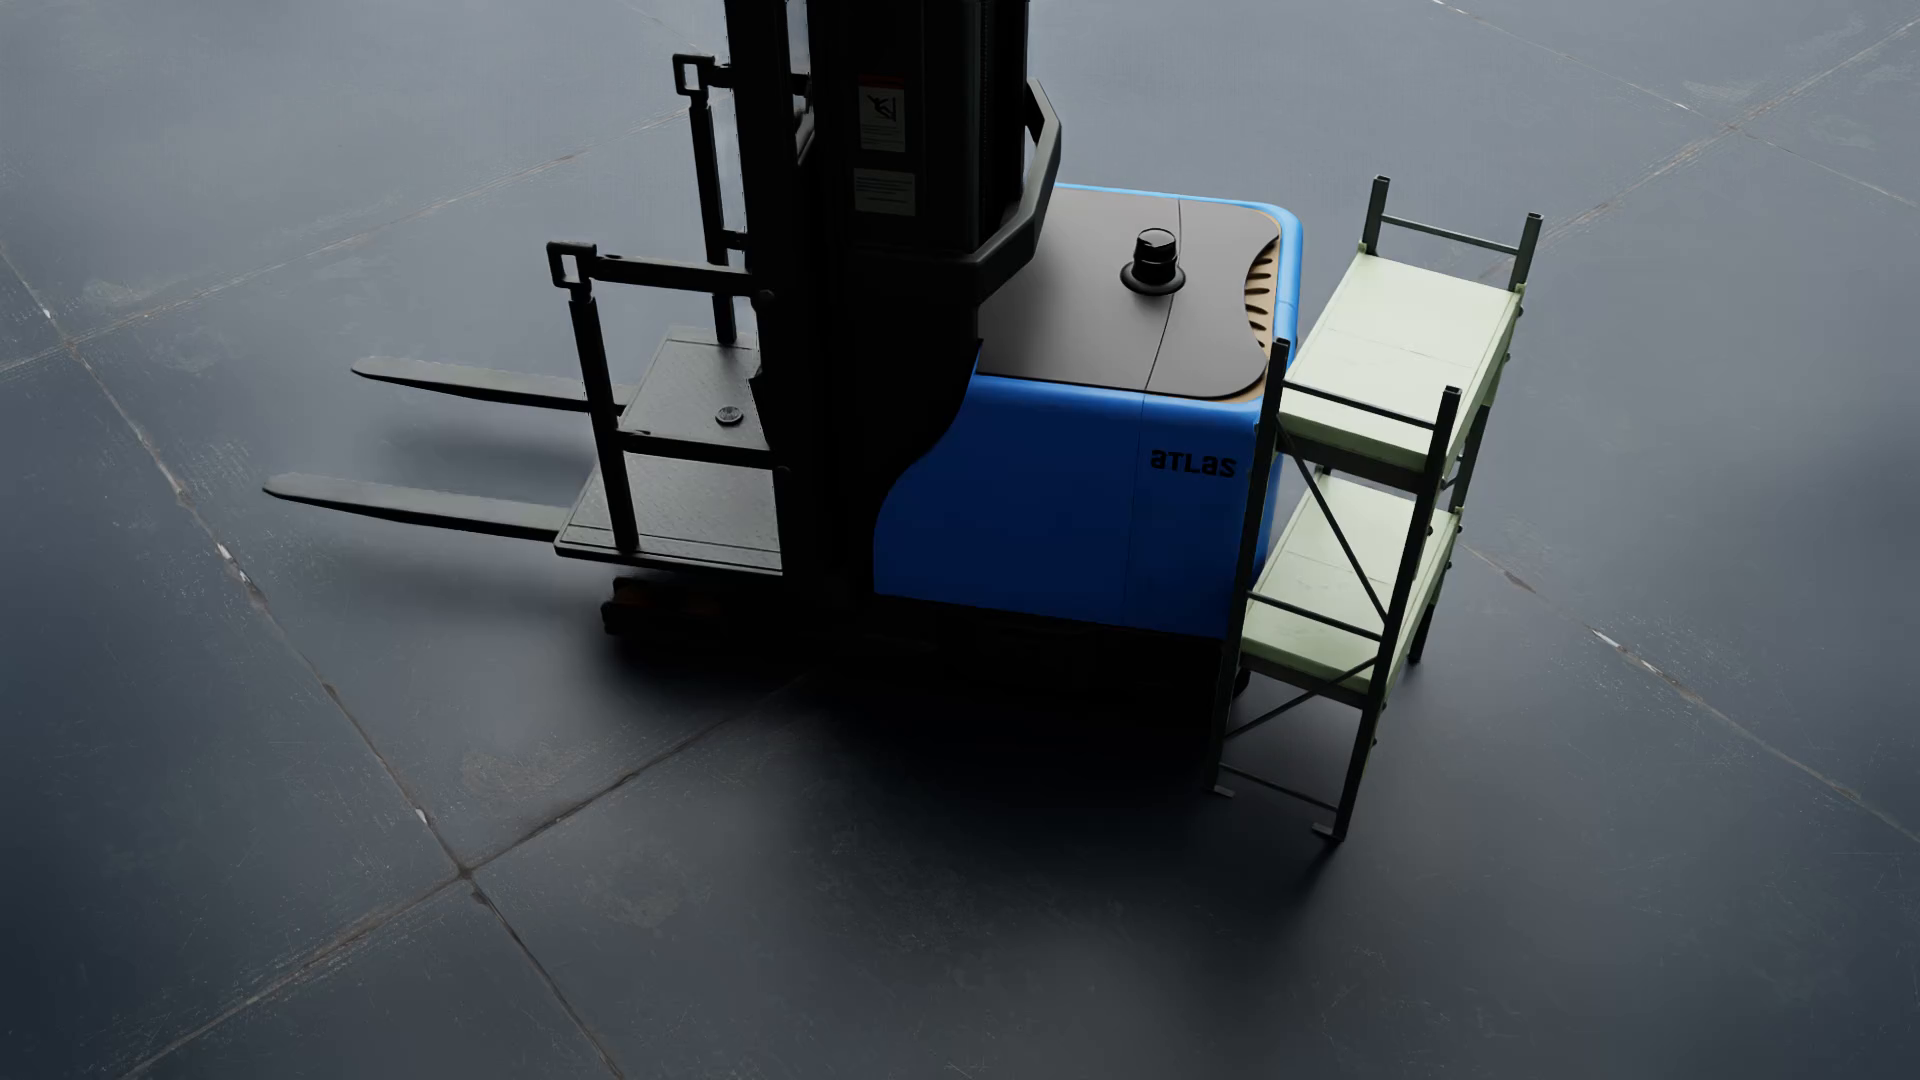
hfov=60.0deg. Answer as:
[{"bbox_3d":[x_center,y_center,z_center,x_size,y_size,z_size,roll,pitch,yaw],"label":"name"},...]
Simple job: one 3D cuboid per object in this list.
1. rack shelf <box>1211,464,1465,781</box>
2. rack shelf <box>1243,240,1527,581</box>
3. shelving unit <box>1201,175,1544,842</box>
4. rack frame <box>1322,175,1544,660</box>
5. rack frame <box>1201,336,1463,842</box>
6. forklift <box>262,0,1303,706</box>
[{"bbox_3d":[1.007,0.198,4.419,0.431,0.370,0.720,19,47,19],"label":"rack shelf"},{"bbox_3d":[1.007,-0.324,3.929,0.431,0.370,0.720,19,47,19],"label":"rack shelf"},{"bbox_3d":[1.007,-0.039,4.196,0.431,1.500,0.755,19,47,19],"label":"shelving unit"},{"bbox_3d":[1.174,-0.262,4.434,0.400,1.500,0.023,19,47,19],"label":"rack frame"},{"bbox_3d":[0.841,0.184,3.959,0.400,1.500,0.023,19,47,19],"label":"rack frame"},{"bbox_3d":[-0.590,-1.094,4.274,3.031,2.935,1.130,7,44,8],"label":"forklift"}]
